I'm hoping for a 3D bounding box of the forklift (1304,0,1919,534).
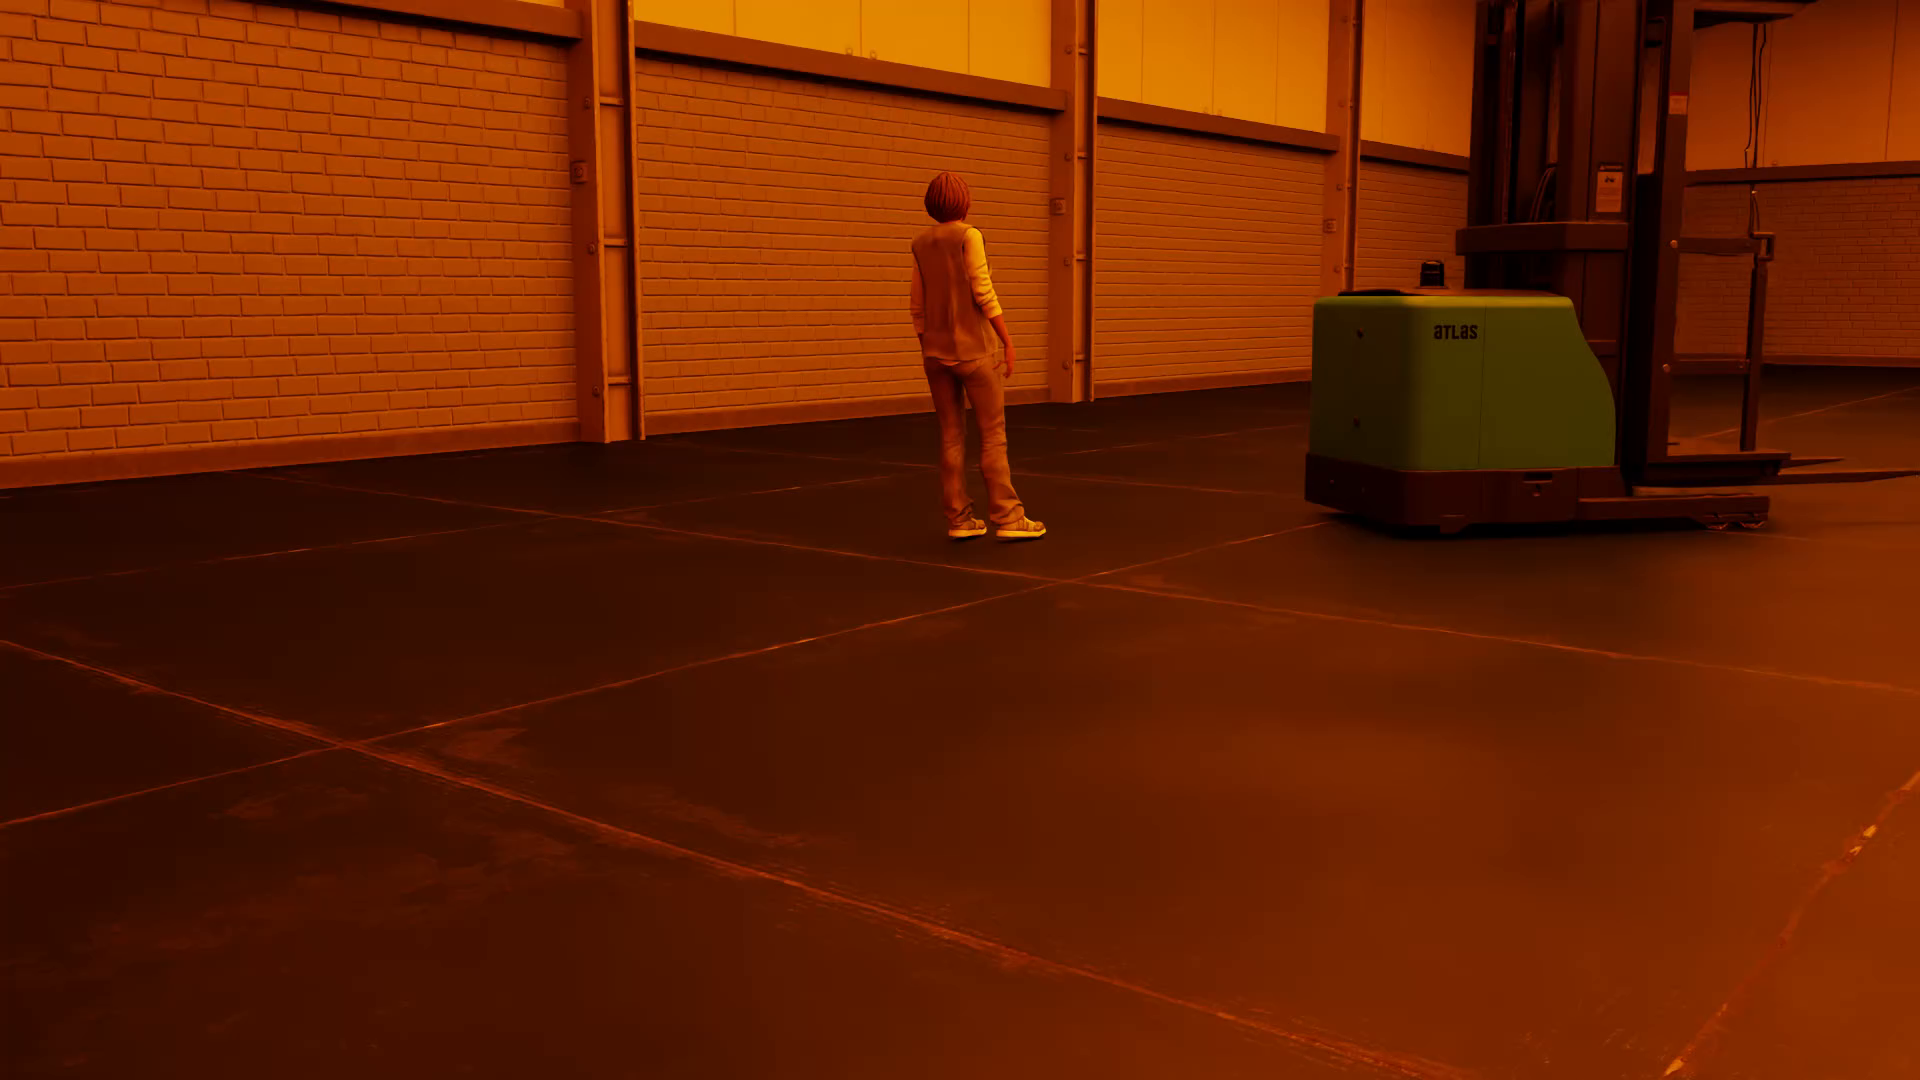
[{"bbox_3d":[3.284,-1.566,7.984,3.031,2.935,1.130,-2,9,-14],"label":"forklift"}]

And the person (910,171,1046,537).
[{"bbox_3d":[0.058,-0.805,7.337,0.520,1.599,0.473,7,11,38],"label":"person"}]
